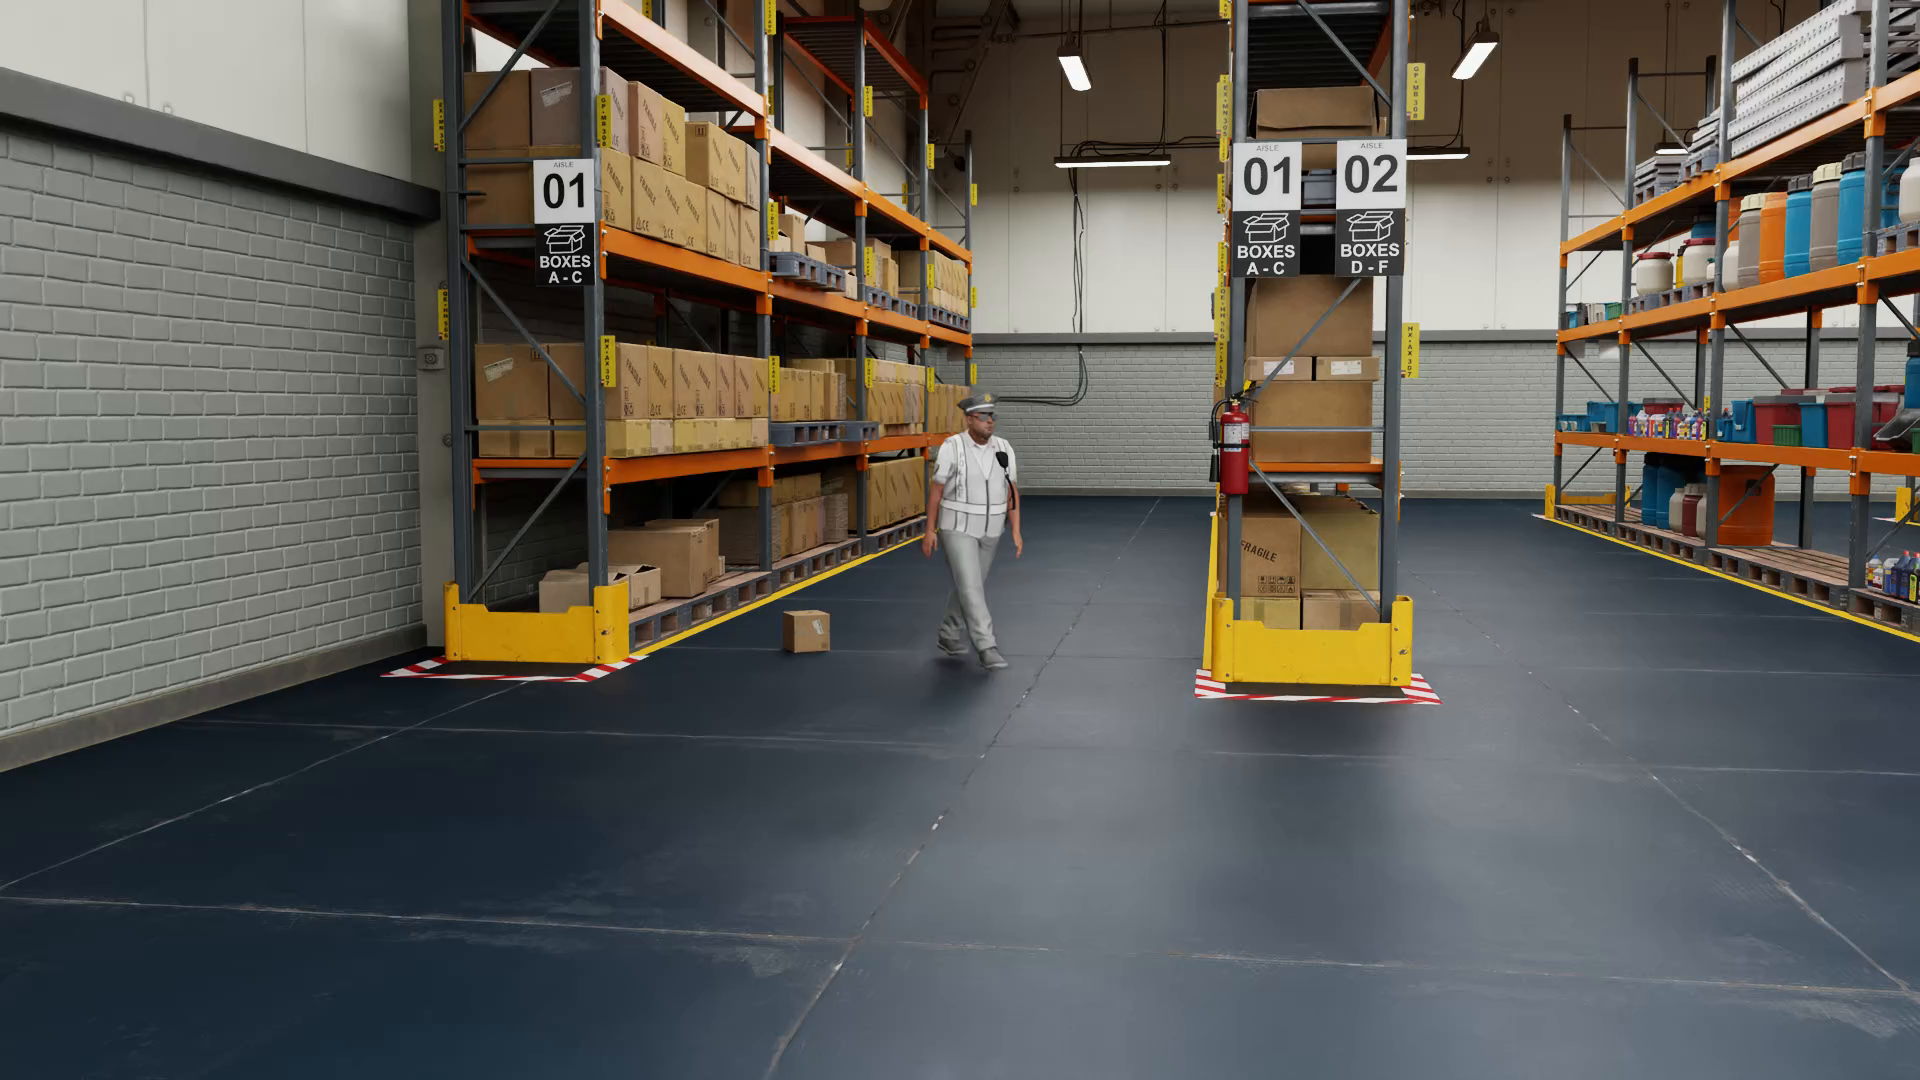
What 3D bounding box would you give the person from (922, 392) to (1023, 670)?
[{"bbox_3d":[0.124,-0.078,10.455,0.570,1.689,1.037,-3,5,-32],"label":"person"}]
